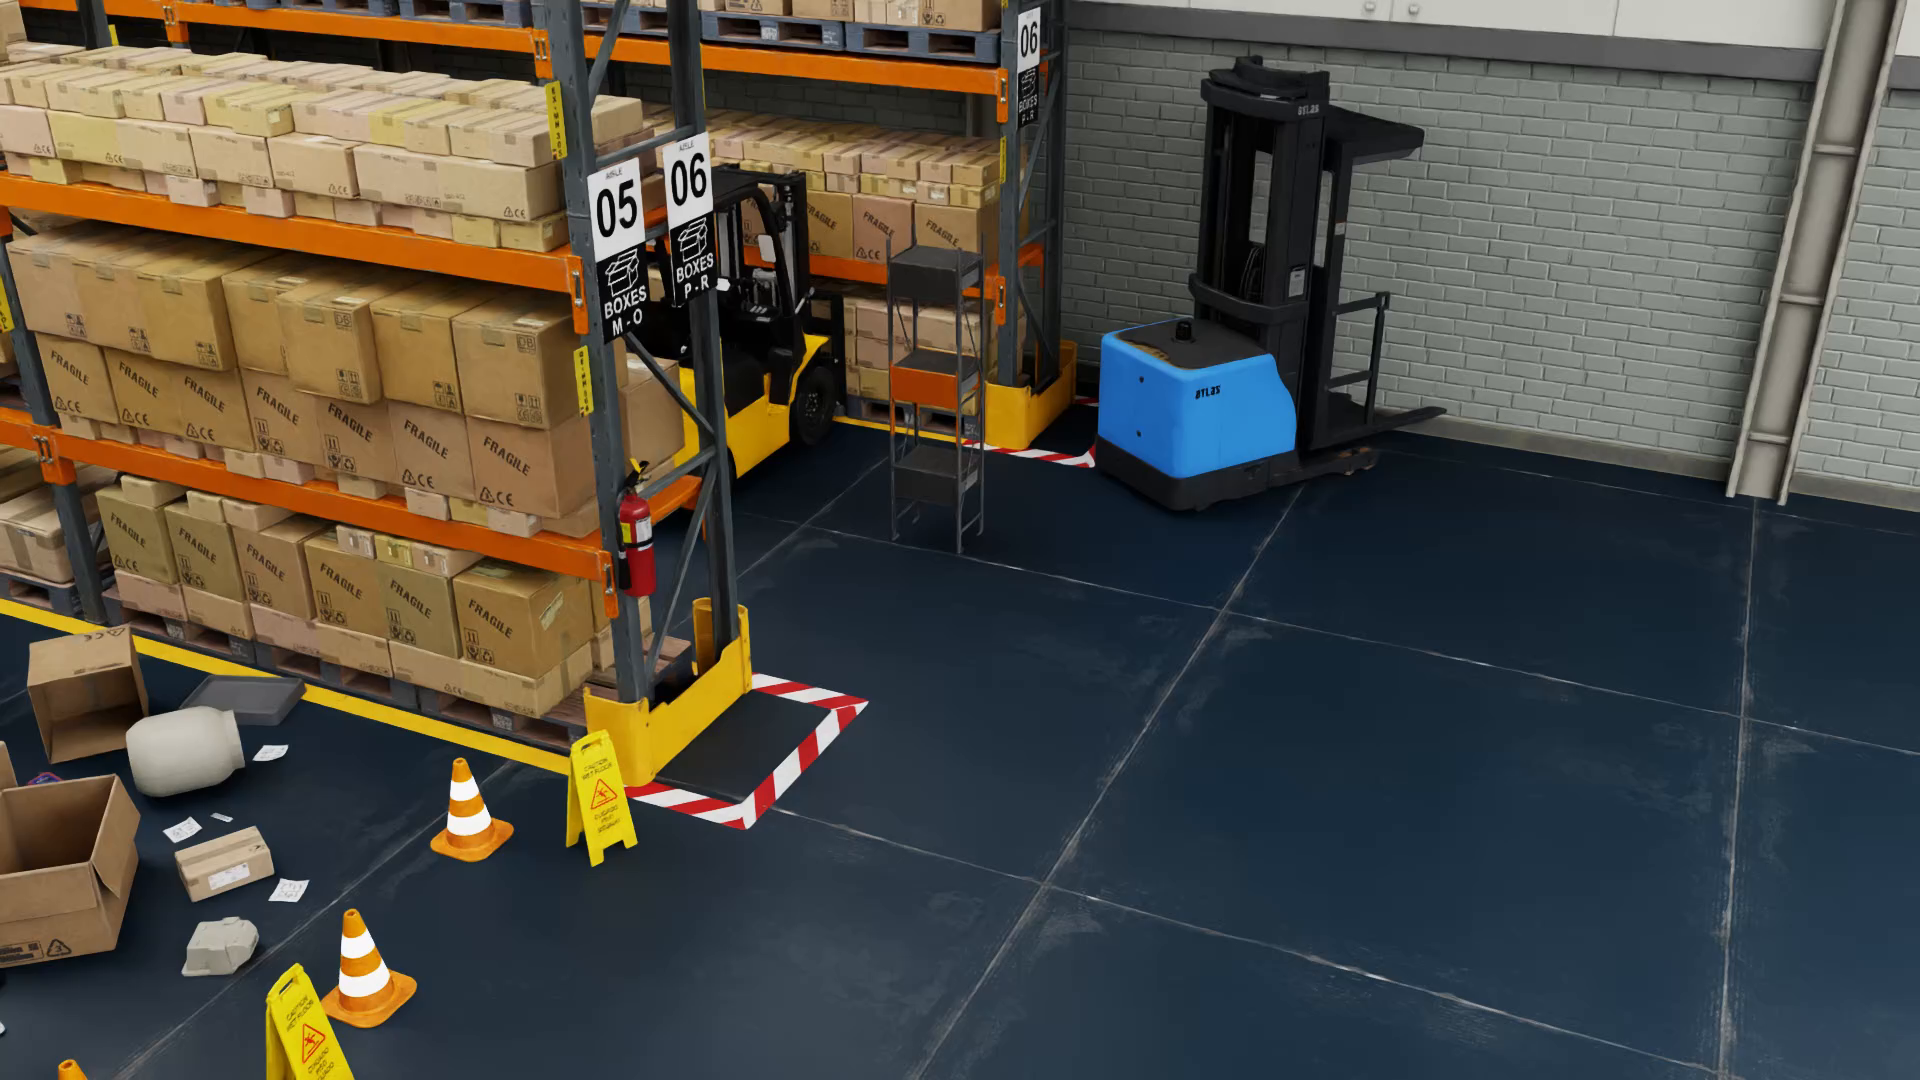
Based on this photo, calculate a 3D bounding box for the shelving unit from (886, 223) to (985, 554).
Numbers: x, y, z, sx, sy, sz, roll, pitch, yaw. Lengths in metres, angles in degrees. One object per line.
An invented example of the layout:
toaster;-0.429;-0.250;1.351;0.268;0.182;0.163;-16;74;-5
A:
shelving unit;-0.151;-0.972;10.917;0.503;2.100;0.431;11;28;22

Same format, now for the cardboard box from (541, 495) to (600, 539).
cardboard box;-1.935;-0.166;8.546;0.250;0.149;0.380;12;29;24

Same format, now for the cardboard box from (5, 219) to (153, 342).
cardboard box;-4.836;-1.487;9.363;0.500;0.500;0.700;11;28;21

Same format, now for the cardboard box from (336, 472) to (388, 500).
cardboard box;-3.128;-0.372;8.964;0.250;0.149;0.380;11;28;21

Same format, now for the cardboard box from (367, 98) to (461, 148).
cardboard box;-2.604;-2.000;7.971;0.250;0.149;0.380;12;28;22

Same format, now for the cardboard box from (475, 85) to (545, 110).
cardboard box;-2.183;-2.145;8.266;0.250;0.149;0.380;11;28;22

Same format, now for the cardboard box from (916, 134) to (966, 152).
cardboard box;-0.143;-3.014;12.861;0.250;0.149;0.380;12;29;23

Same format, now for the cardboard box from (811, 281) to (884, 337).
cardboard box;-0.934;-1.835;13.156;0.500;0.250;0.500;12;29;22

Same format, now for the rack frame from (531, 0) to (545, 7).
rack frame;-3.096;-5.716;12.742;0.127;3.000;1.000;11;28;22

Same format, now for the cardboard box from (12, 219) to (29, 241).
cardboard box;-5.912;-1.687;10.425;0.500;0.500;0.500;11;28;22

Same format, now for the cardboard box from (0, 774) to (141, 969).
cardboard box;-4.153;1.520;7.663;0.637;0.503;0.797;-7;27;-14

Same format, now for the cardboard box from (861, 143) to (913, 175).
cardboard box;-0.551;-2.888;12.606;0.250;0.149;0.380;12;28;22

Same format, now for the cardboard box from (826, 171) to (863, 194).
cardboard box;-0.826;-2.767;12.695;0.250;0.149;0.380;10;28;20

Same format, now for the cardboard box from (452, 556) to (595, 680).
cardboard box;-2.343;0.370;8.960;0.500;0.500;0.500;12;28;22

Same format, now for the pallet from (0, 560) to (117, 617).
pallet;-5.857;0.081;10.916;1.213;0.211;1.003;11;28;22

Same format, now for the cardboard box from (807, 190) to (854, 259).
cardboard box;-0.947;-2.515;12.918;0.500;0.500;0.500;11;28;21

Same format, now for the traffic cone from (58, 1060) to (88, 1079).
traffic cone;-3.359;2.182;6.364;0.334;0.463;0.336;11;28;22

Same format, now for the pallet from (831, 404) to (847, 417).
pallet;-1.275;-1.389;13.902;1.213;0.211;1.003;11;28;22

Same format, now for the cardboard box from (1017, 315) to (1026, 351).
cardboard box;0.203;-1.642;13.330;0.500;0.250;0.500;12;29;23

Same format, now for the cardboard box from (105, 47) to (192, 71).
cardboard box;-4.500;-2.632;9.256;0.250;0.149;0.380;11;28;21

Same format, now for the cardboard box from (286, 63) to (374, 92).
cardboard box;-3.317;-2.404;8.792;0.250;0.149;0.380;12;29;22

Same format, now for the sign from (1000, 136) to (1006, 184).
sign;0.308;-2.703;11.836;0.005;0.325;0.100;11;28;22

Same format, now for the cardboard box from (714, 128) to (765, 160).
cardboard box;-1.723;-3.113;13.062;0.250;0.149;0.380;11;28;22

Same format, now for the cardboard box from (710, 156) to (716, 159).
cardboard box;-1.998;-2.990;13.149;0.250;0.149;0.380;11;28;21

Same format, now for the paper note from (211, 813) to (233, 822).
paper note;-3.749;1.409;8.446;0.123;0.001;0.032;11;28;22

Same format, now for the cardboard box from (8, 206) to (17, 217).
cardboard box;-9.542;-3.282;16.945;0.500;0.500;0.500;11;28;21

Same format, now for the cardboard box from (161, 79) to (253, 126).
cardboard box;-3.787;-2.214;8.406;0.250;0.149;0.380;11;28;21

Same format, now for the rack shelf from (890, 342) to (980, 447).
rack shelf;-0.151;-0.960;10.923;0.480;0.518;0.431;11;28;22

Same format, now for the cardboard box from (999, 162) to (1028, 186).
cardboard box;0.344;-2.796;12.754;0.250;0.149;0.380;11;28;21

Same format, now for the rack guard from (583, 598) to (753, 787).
rack guard;-1.575;0.811;9.107;0.348;0.500;1.175;11;28;22

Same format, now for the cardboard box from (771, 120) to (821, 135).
cardboard box;-1.310;-3.251;13.343;0.250;0.149;0.380;12;29;23

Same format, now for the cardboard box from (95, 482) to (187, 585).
cardboard box;-4.722;-0.103;9.921;0.500;0.500;0.500;13;29;24

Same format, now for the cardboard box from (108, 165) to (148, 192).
cardboard box;-4.267;-1.973;8.819;0.250;0.149;0.380;12;29;23

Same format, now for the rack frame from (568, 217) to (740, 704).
rack frame;-1.506;-0.297;8.527;0.127;3.000;1.000;11;28;22

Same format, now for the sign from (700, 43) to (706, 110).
sign;-1.282;-2.253;8.114;0.005;0.325;0.100;11;28;22

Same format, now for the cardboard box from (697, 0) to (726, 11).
cardboard box;-1.871;-4.150;12.520;0.258;0.266;0.396;11;28;21

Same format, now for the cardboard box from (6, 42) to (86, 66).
cardboard box;-5.513;-2.763;9.834;0.500;0.250;0.500;11;28;20

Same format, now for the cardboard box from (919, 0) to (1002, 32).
cardboard box;0.041;-3.900;11.748;0.500;0.500;0.500;12;29;23

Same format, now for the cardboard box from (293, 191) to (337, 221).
cardboard box;-3.101;-1.728;8.322;0.250;0.149;0.380;11;28;20

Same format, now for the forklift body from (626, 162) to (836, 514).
forklift body;-1.936;-1.526;11.984;1.214;2.155;2.313;11;28;22

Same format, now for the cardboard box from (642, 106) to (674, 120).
cardboard box;-2.469;-3.495;13.837;0.250;0.149;0.380;11;28;20

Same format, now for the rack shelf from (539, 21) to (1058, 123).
rack shelf;-1.275;-3.682;12.821;4.000;0.370;1.077;11;28;22

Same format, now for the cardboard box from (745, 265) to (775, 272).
cardboard box;-1.646;-2.231;13.962;0.500;0.250;0.500;12;28;22

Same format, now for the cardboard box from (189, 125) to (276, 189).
cardboard box;-3.476;-1.971;8.364;0.500;0.250;0.500;12;29;22

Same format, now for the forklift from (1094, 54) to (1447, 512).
forklift;2.525;-1.980;12.023;3.031;2.935;1.130;-15;30;-27

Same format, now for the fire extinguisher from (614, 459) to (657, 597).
fire extinguisher;-1.593;-0.056;8.125;0.183;0.674;0.296;11;28;22

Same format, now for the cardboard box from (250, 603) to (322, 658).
cardboard box;-3.747;0.422;9.703;0.500;0.250;0.500;11;28;21

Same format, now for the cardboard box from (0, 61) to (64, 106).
cardboard box;-4.996;-2.430;8.845;0.250;0.149;0.380;11;28;21

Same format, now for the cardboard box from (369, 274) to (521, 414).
cardboard box;-2.519;-1.025;8.424;0.500;0.500;0.700;12;29;22

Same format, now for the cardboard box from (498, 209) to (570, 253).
cardboard box;-1.947;-1.483;7.824;0.250;0.149;0.380;11;28;22

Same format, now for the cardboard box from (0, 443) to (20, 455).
cardboard box;-6.915;-0.389;11.214;0.625;0.372;0.950;12;29;23

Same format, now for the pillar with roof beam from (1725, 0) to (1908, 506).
pillar with roof beam;3.964;-2.646;6.507;0.400;9.000;9.100;11;28;22

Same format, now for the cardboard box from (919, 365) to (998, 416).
cardboard box;-0.013;-1.207;13.013;0.500;0.250;0.500;12;28;22

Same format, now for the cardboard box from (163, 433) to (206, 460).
cardboard box;-4.277;-0.608;9.443;0.250;0.149;0.380;12;29;23

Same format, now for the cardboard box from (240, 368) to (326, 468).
cardboard box;-3.476;-0.750;8.997;0.500;0.500;0.500;12;29;22

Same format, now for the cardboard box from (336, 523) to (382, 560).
cardboard box;-3.172;-0.057;9.094;0.250;0.149;0.380;13;29;24
